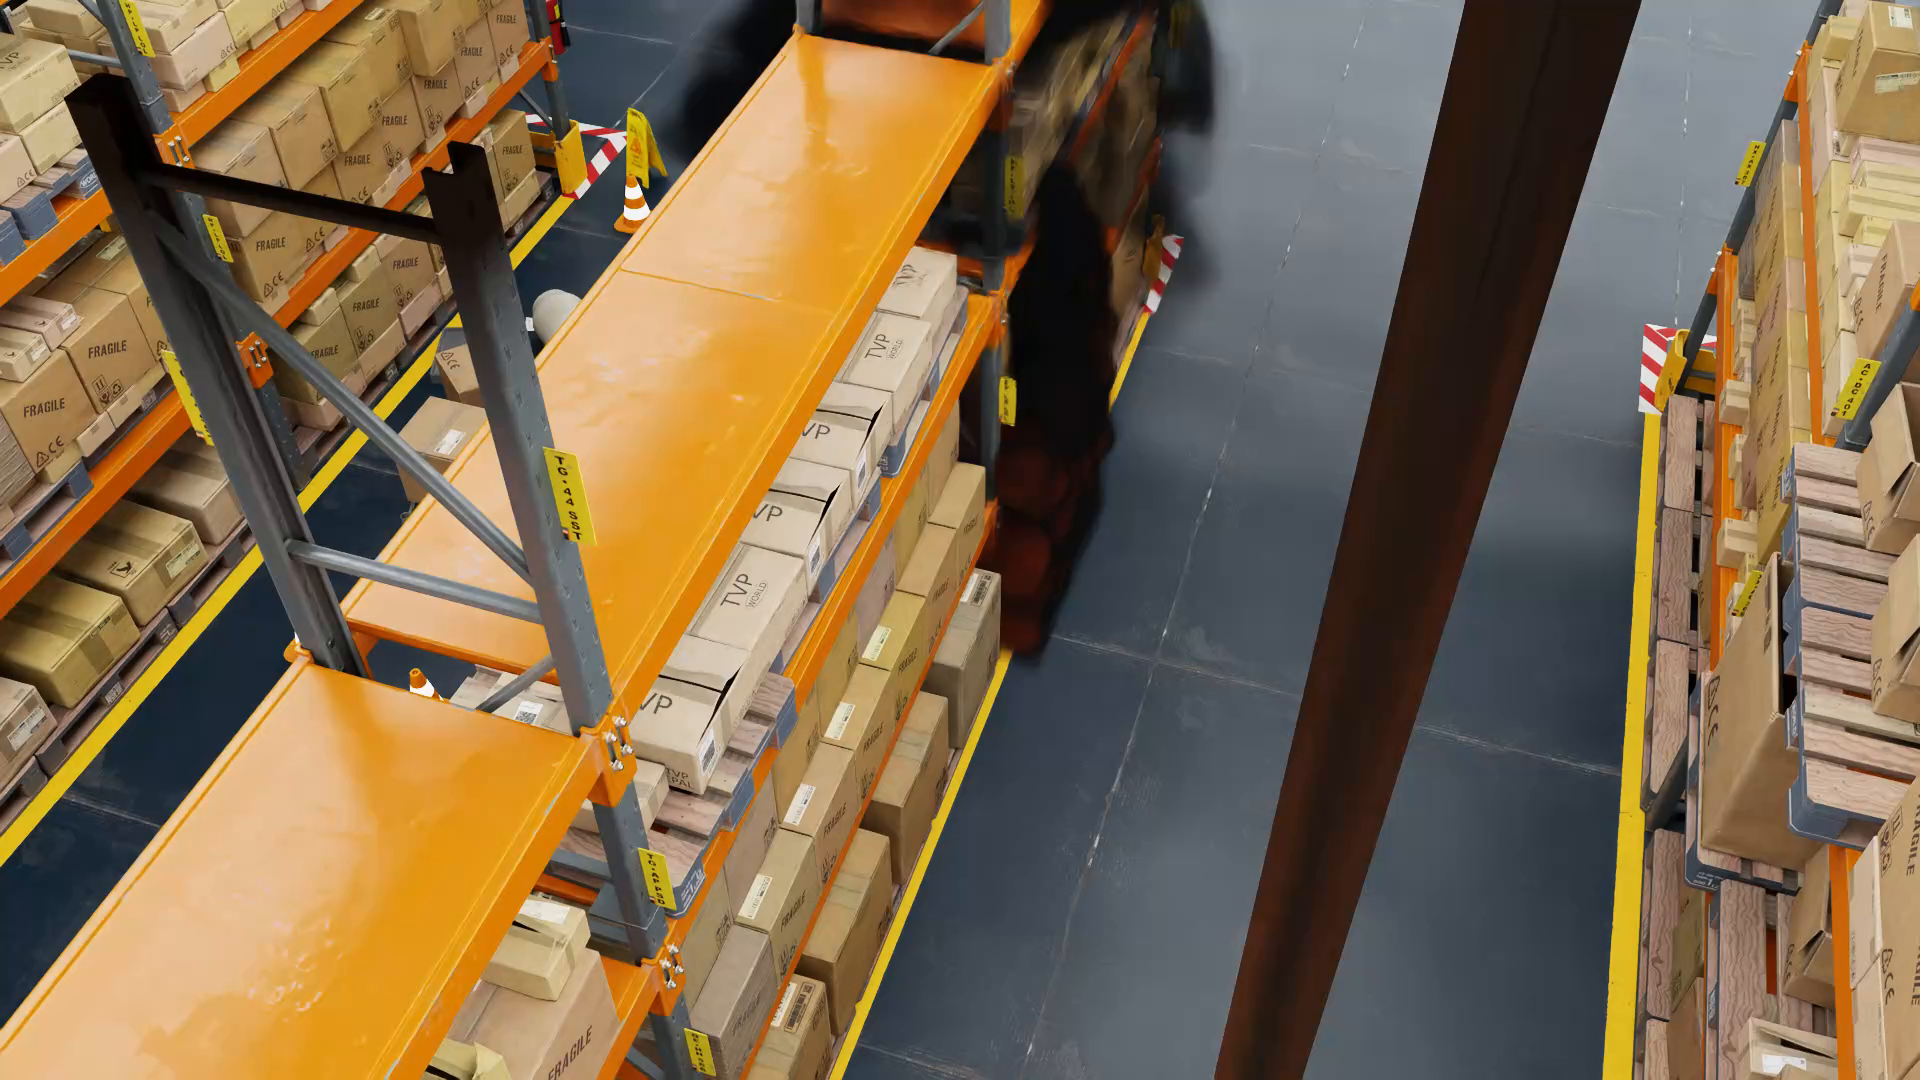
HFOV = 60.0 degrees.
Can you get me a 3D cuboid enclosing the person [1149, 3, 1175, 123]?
[{"bbox_3d":[1.547,-4.287,14.155,0.666,1.726,0.974,-25,51,-22],"label":"person"}]
